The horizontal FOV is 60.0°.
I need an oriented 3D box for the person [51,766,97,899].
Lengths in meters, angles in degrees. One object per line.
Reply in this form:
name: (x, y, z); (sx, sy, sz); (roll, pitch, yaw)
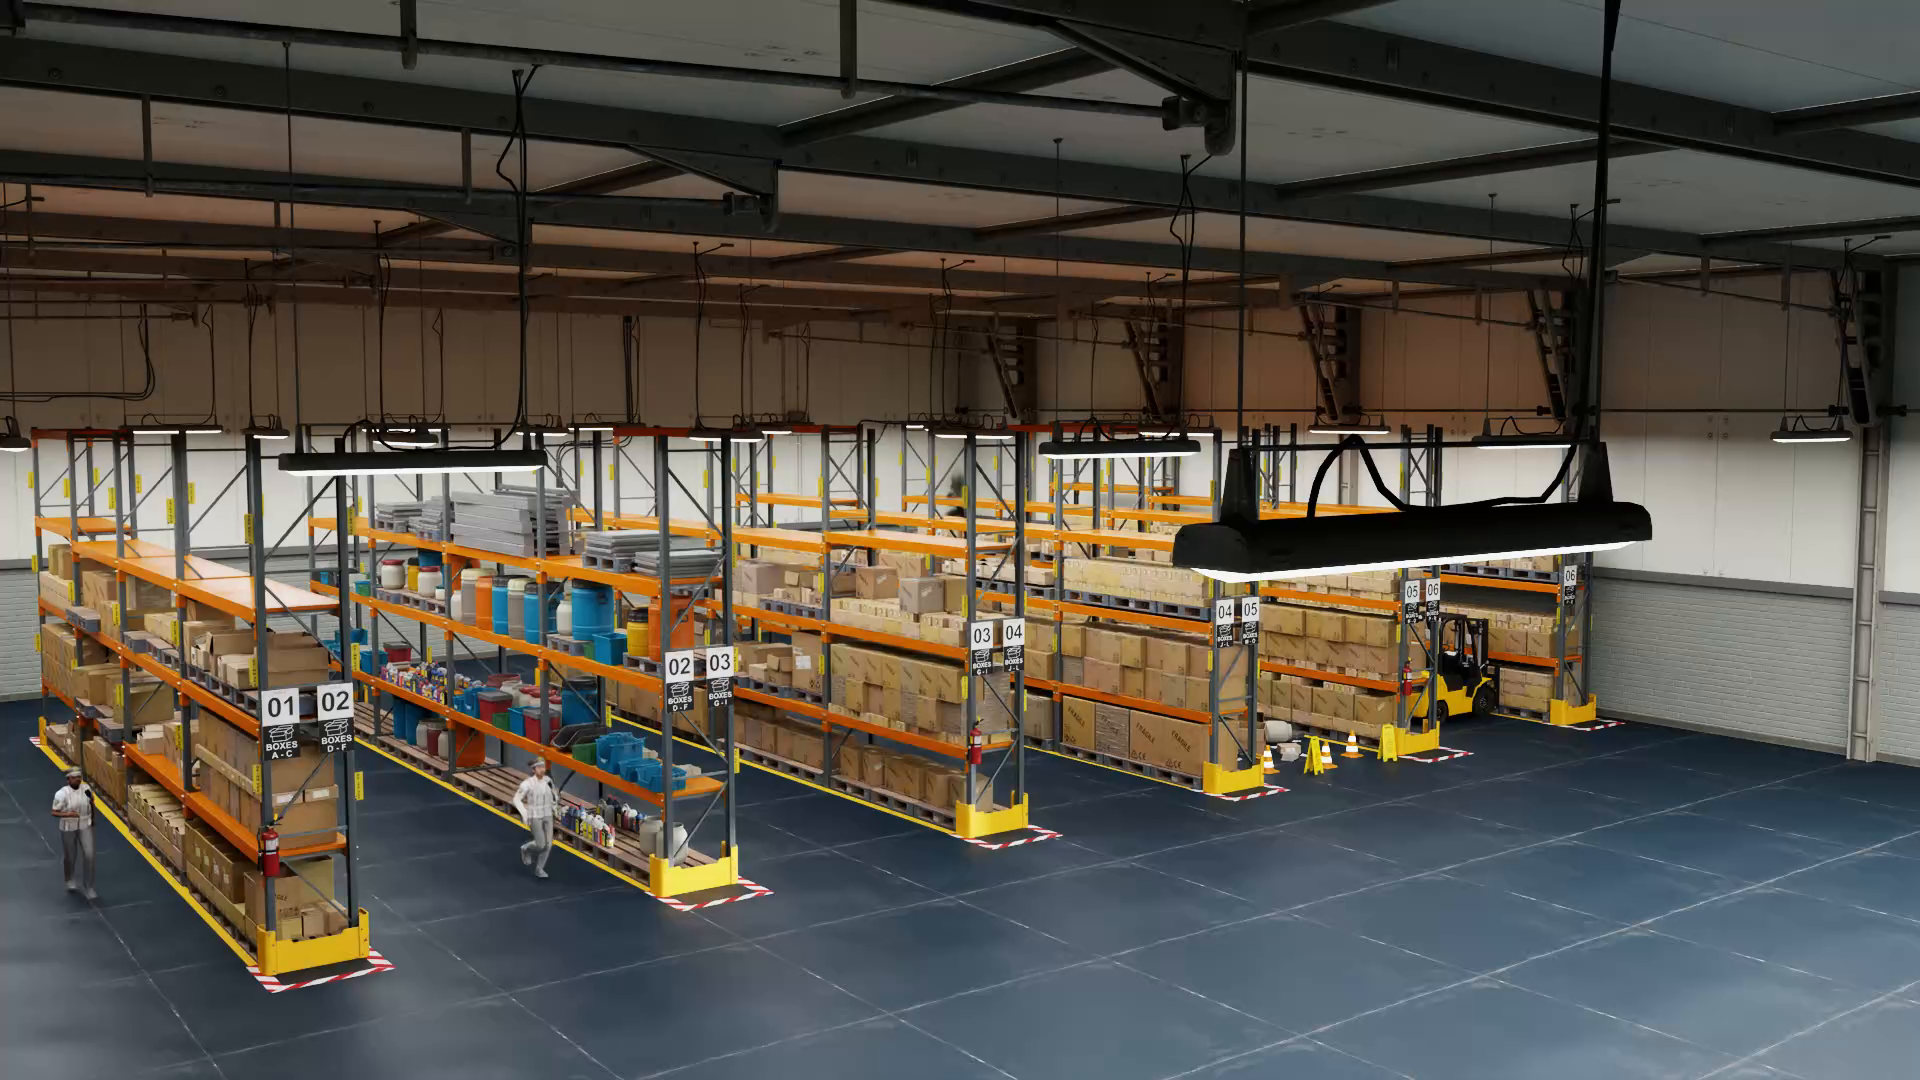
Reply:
person: (-11.511, 3.789, 21.637); (0.563, 1.752, 0.766); (-4, 6, -40)

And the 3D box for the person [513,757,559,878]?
person: (-5.699, 3.746, 22.527); (0.618, 1.652, 0.550); (-4, 6, -43)

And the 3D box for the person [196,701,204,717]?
person: (-14.778, 2.941, 32.053); (0.685, 1.735, 0.597); (-4, 6, -38)
